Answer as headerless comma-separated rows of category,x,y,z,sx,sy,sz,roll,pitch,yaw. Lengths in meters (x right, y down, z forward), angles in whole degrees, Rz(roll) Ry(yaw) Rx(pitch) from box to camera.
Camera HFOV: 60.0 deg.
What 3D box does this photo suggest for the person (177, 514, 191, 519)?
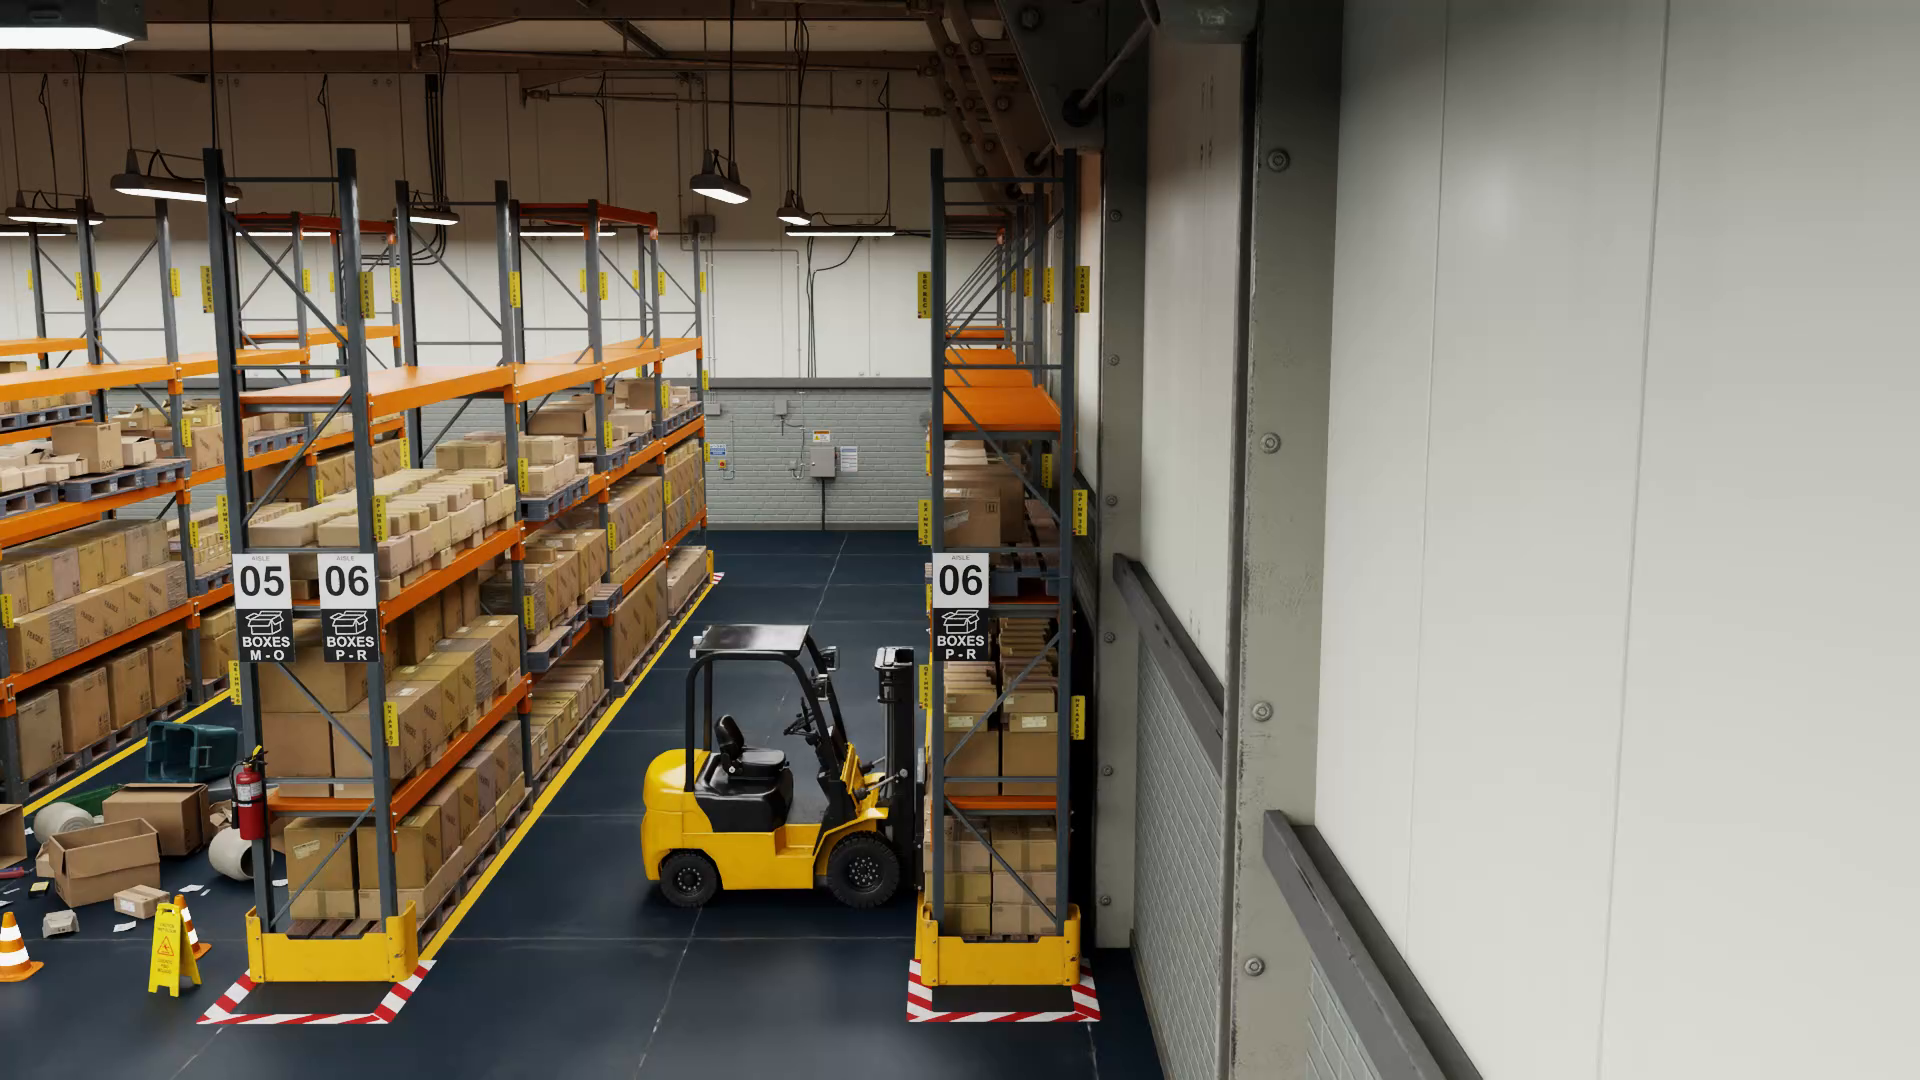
person,-11.466,0.396,24.960,0.615,1.654,0.593,1,9,7
